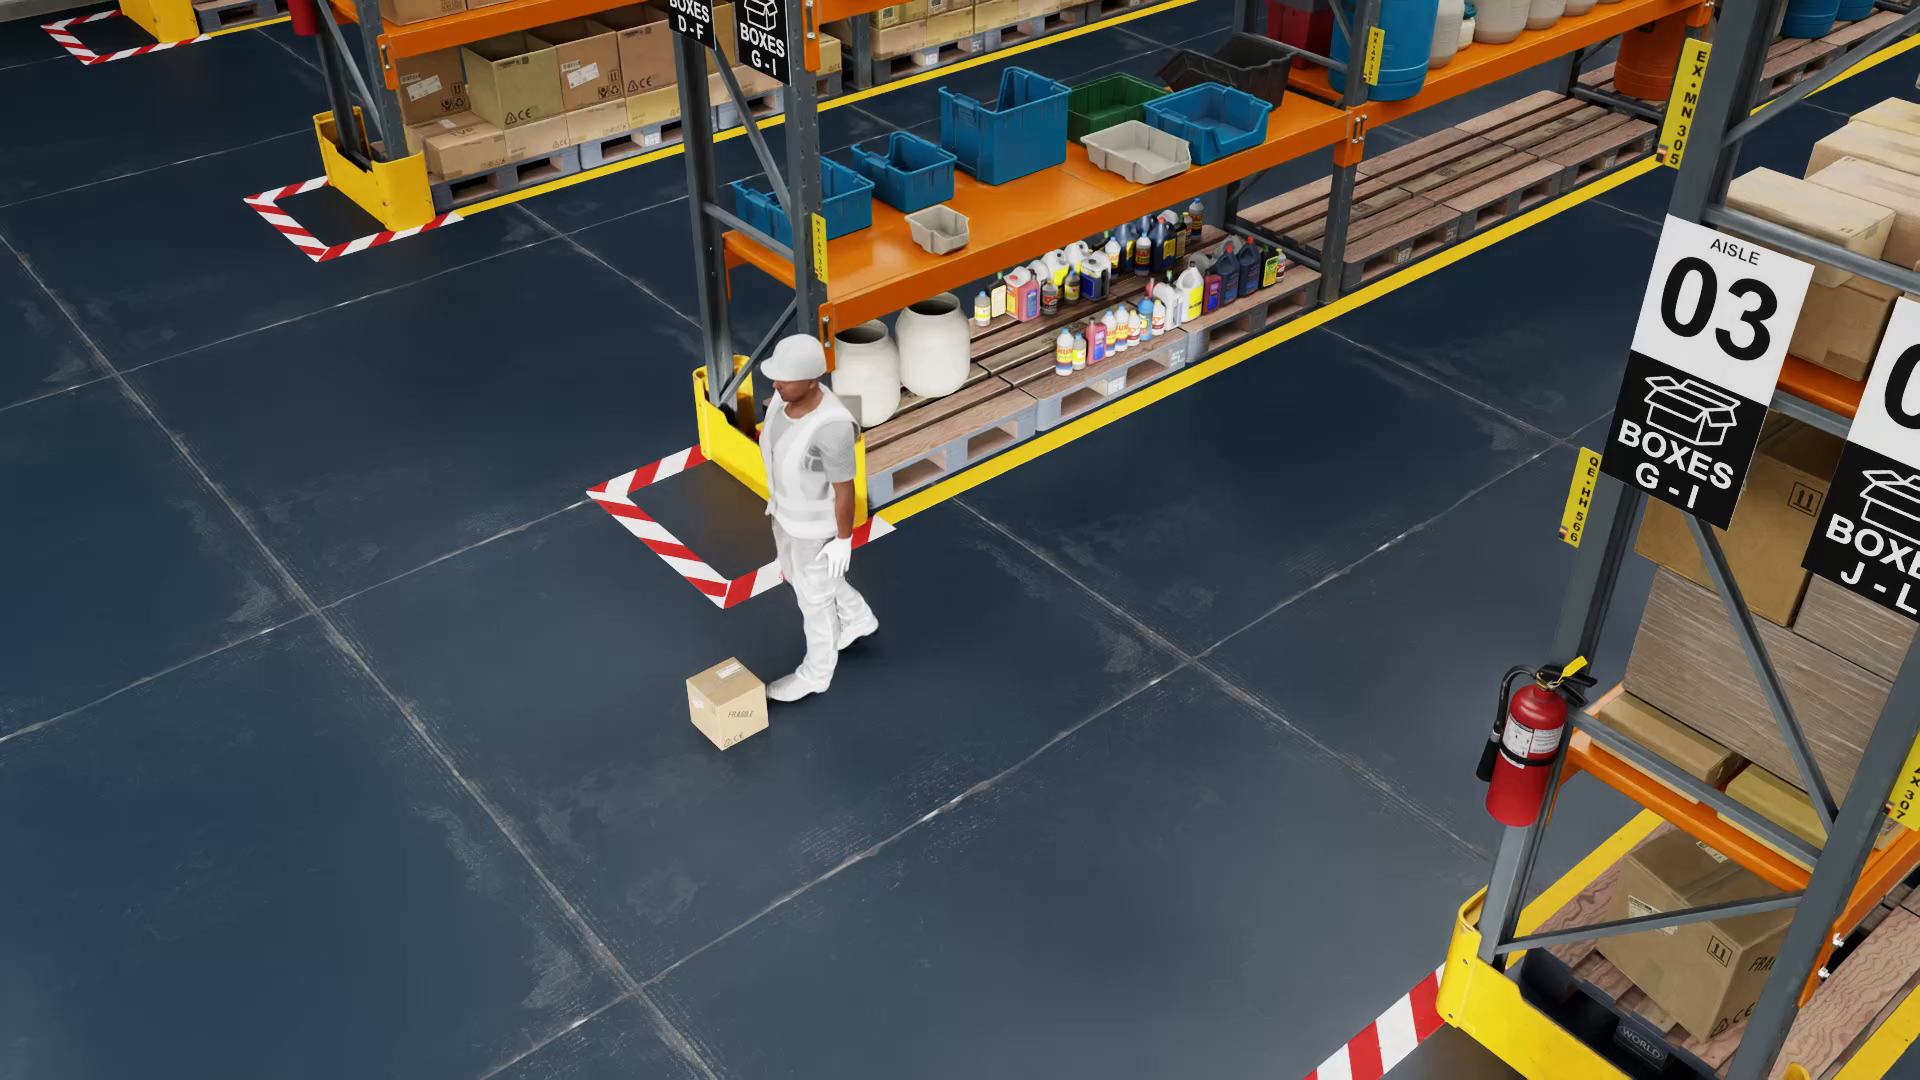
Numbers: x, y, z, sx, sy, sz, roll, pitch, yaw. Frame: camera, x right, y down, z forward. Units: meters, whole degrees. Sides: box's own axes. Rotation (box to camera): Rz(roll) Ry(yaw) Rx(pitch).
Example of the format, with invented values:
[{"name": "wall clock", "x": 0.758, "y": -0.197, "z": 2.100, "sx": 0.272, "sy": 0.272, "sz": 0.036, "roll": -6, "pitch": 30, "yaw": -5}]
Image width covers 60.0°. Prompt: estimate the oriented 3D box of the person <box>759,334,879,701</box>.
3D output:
[{"name": "person", "x": -0.623, "y": -0.105, "z": 7.190, "sx": 0.632, "sy": 1.792, "sz": 0.572, "roll": -17, "pitch": 39, "yaw": -22}]
